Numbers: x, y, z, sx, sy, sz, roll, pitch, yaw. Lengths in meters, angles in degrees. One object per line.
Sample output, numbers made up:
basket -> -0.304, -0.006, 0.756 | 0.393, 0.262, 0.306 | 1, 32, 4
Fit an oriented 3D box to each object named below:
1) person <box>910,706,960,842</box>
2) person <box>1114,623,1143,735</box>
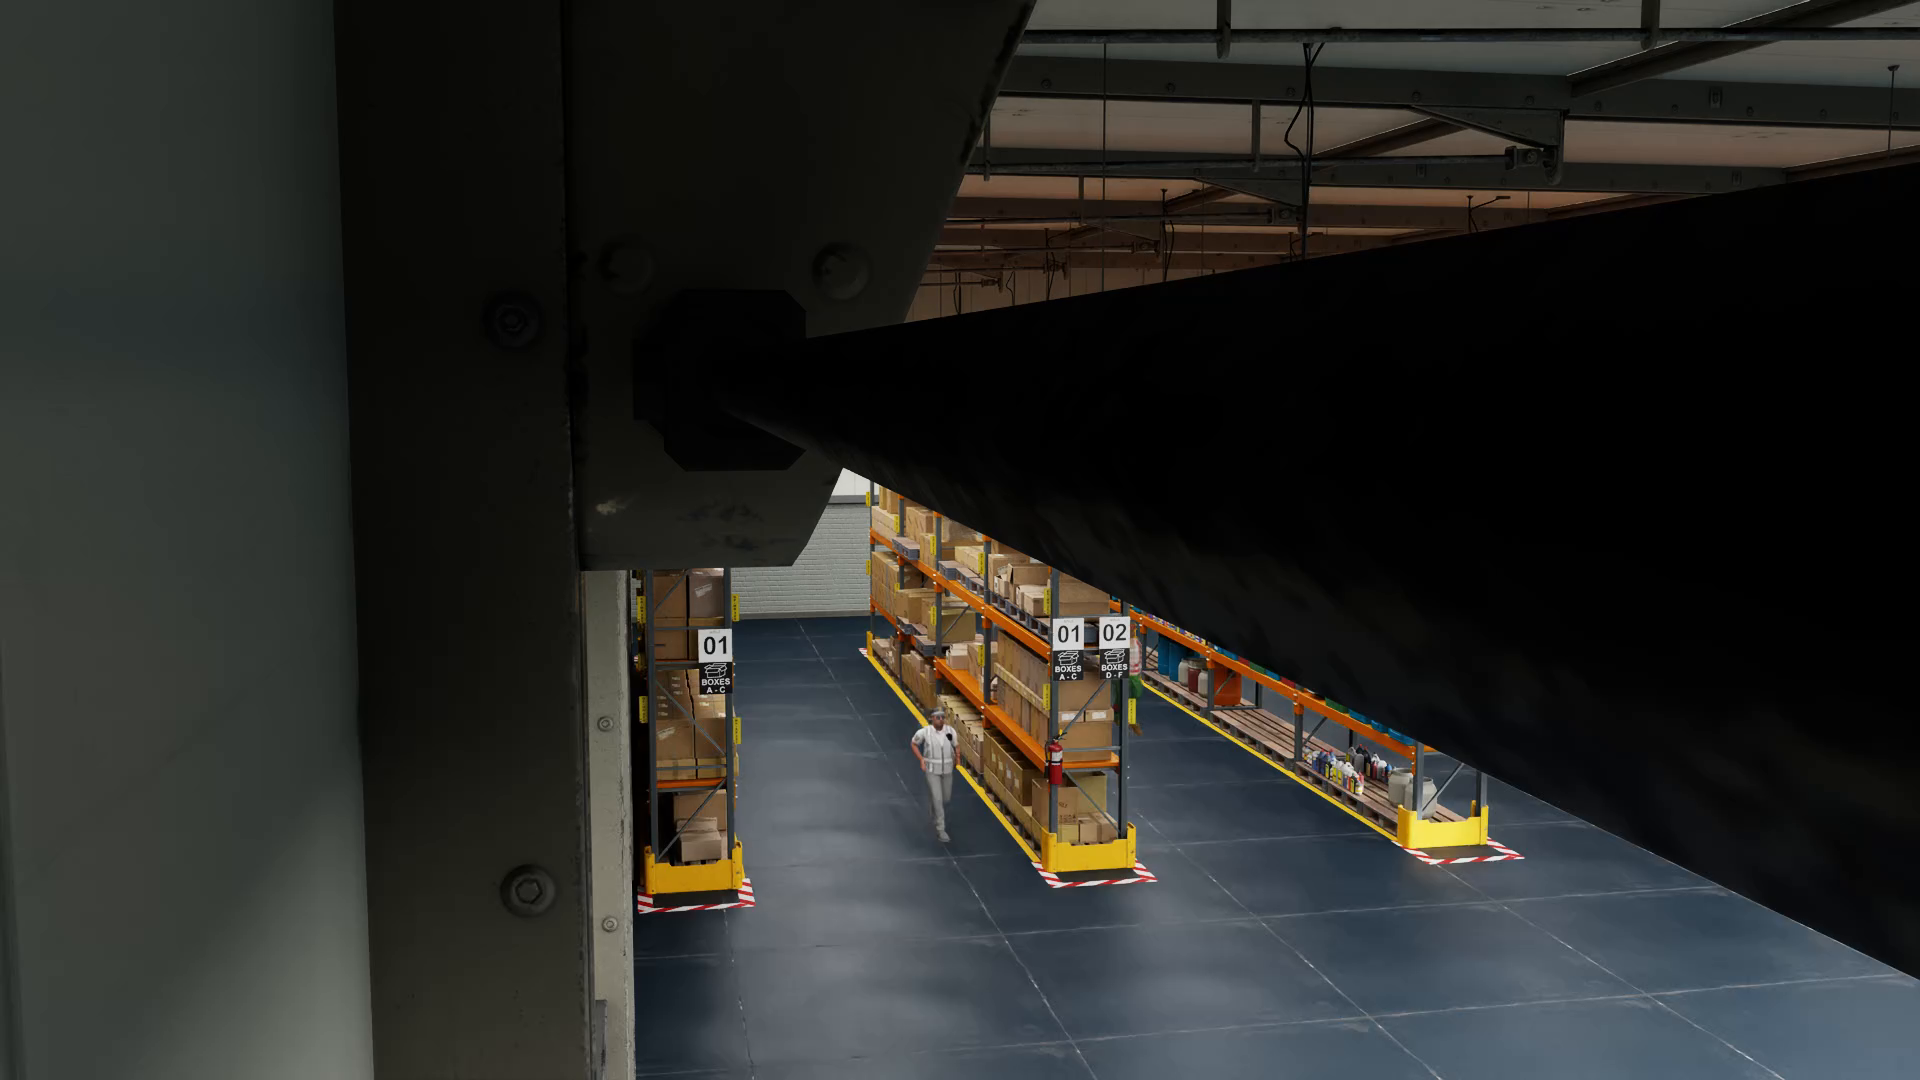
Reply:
person -> -0.303, 3.120, 22.526 | 0.663, 1.779, 0.871 | -2, 6, -20
person -> 2.793, 2.300, 27.671 | 0.637, 1.877, 0.745 | -2, 6, -22
